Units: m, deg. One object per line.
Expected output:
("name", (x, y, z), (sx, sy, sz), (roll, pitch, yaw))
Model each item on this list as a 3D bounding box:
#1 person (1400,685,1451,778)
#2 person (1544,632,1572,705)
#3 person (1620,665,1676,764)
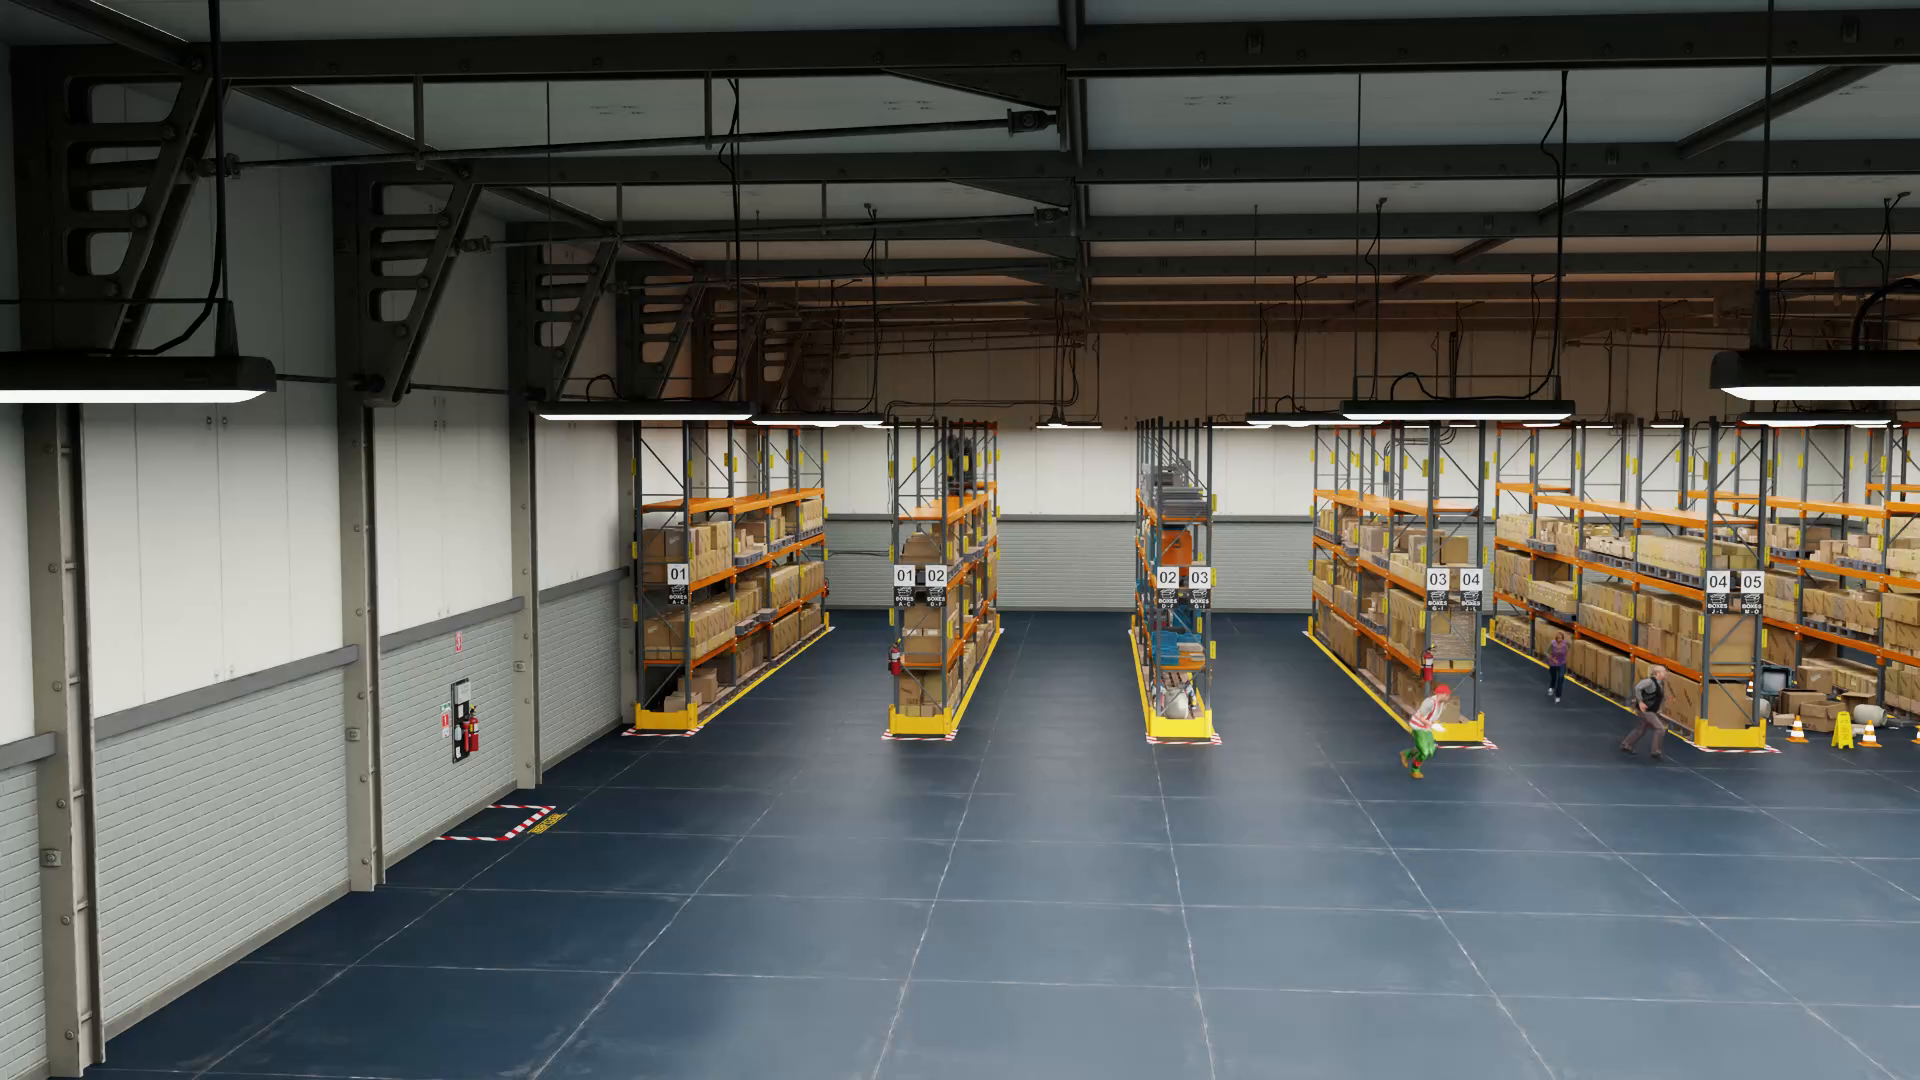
("person", (7.716, 3.148, 27.469), (0.890, 1.581, 0.684), (4, 5, 44))
("person", (12.654, 2.679, 35.276), (0.578, 1.546, 0.919), (0, 4, 7))
("person", (11.929, 3.011, 28.898), (0.912, 1.718, 0.677), (3, 5, 43))
